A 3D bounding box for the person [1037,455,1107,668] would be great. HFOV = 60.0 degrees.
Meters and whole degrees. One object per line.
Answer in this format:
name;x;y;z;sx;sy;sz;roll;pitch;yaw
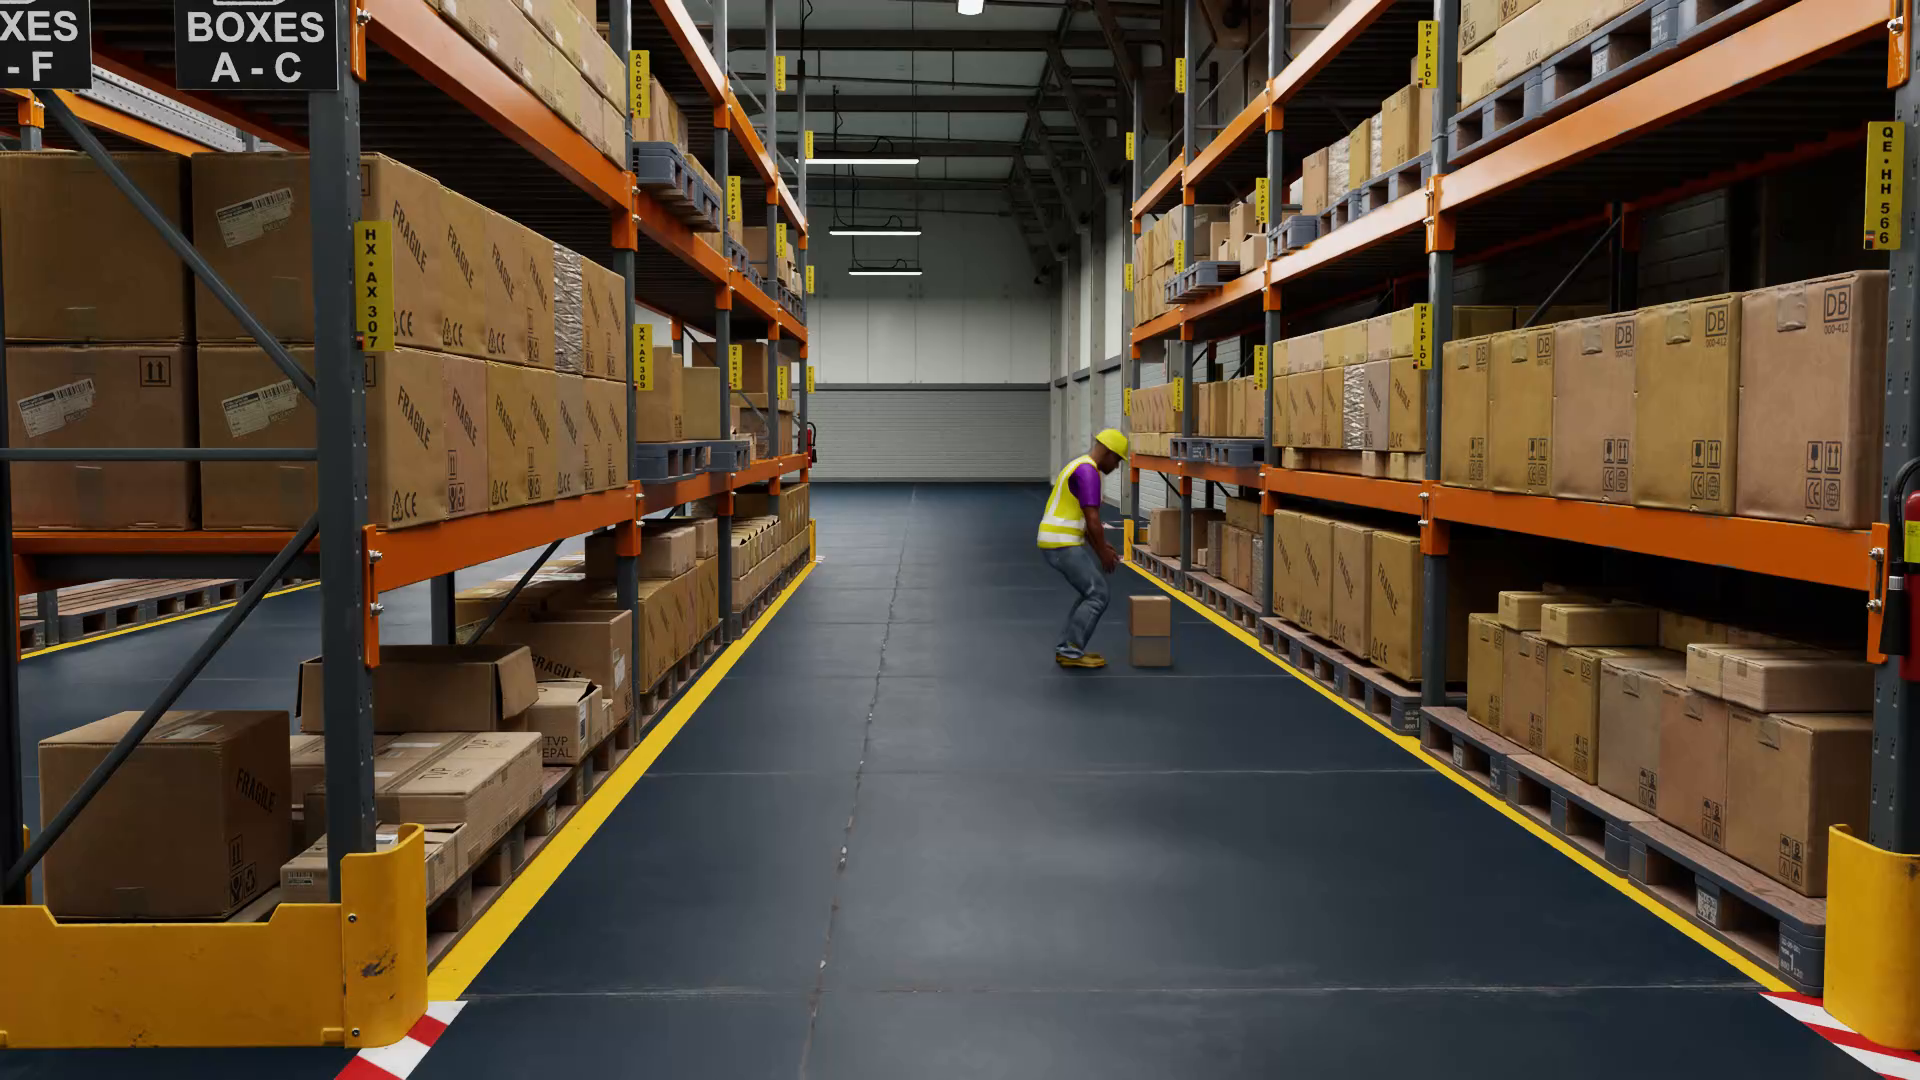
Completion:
person;-8.069;-1.035;15.487;17.998;3.197;9.355;0;4;-1
